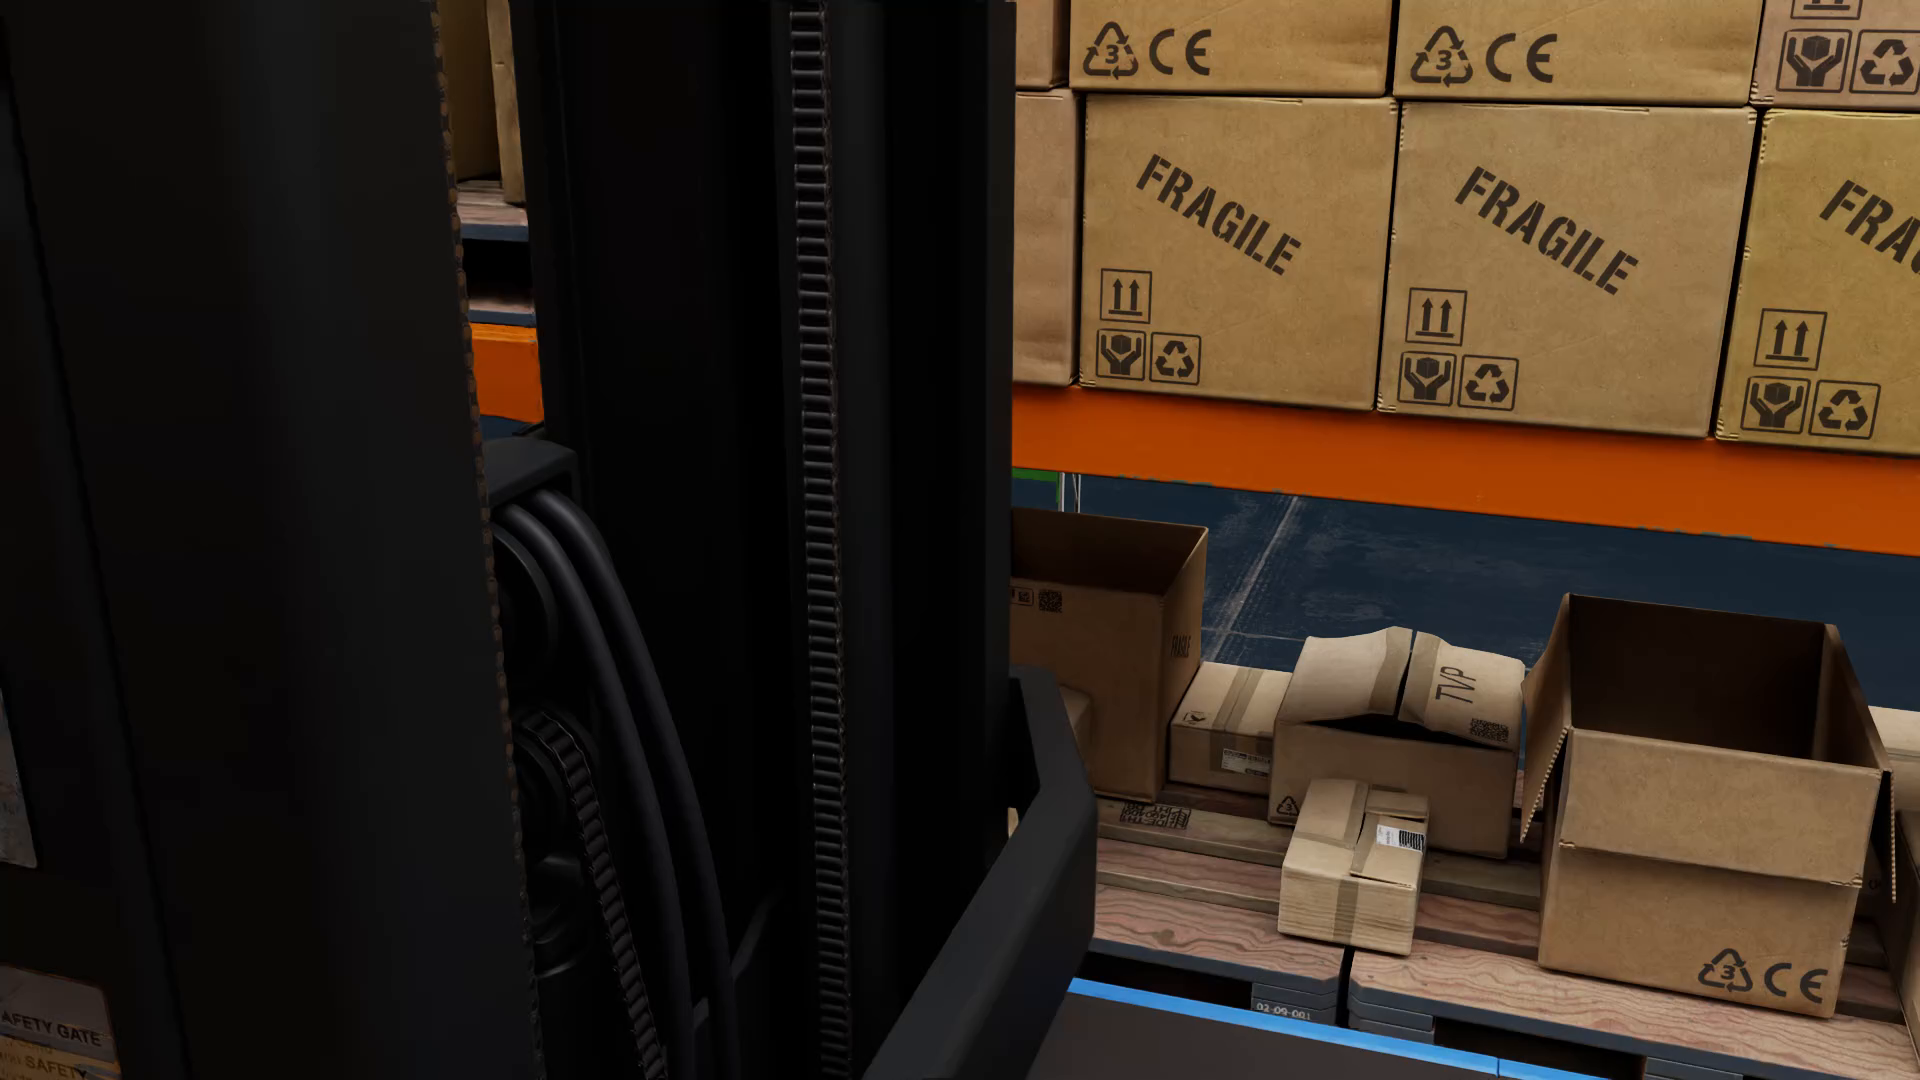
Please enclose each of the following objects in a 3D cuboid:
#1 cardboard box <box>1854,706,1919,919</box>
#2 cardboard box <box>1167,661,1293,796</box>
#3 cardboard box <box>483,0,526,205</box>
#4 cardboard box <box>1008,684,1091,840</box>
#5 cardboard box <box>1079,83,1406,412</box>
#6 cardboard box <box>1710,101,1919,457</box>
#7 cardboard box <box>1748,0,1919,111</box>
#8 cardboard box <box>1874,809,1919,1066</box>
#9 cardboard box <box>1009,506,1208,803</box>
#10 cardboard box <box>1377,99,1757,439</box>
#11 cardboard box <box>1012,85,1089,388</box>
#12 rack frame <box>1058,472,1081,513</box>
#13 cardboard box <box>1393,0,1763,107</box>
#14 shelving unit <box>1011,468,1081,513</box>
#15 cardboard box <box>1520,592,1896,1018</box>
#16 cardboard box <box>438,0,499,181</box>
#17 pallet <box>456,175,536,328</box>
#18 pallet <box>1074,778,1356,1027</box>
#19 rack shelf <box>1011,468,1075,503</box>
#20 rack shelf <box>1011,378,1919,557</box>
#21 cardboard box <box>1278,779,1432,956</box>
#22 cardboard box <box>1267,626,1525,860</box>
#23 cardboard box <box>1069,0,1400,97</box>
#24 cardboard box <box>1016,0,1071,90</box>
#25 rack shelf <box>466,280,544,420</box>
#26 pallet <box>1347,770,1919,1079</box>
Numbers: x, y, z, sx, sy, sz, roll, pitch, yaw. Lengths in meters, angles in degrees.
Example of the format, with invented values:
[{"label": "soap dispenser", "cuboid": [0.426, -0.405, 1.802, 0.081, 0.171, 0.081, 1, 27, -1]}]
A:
[{"label": "cardboard box", "cuboid": [2.062, 0.573, 3.384, 0.500, 0.250, 0.500, 7, 20, 18]}, {"label": "cardboard box", "cuboid": [0.654, 0.439, 3.922, 0.250, 0.149, 0.380, 7, 20, 18]}, {"label": "cardboard box", "cuboid": [-0.726, -1.061, 3.773, 0.500, 0.500, 0.700, 0, 19, 0]}, {"label": "cardboard box", "cuboid": [-0.026, 0.480, 3.559, 0.500, 0.311, 0.500, 7, 20, 18]}, {"label": "cardboard box", "cuboid": [0.525, -0.548, 2.939, 0.500, 0.500, 0.500, 7, 20, 19]}, {"label": "cardboard box", "cuboid": [1.478, -0.439, 2.625, 0.500, 0.500, 0.500, 6, 20, 17]}, {"label": "cardboard box", "cuboid": [1.462, -0.909, 2.455, 0.500, 0.500, 0.500, 7, 20, 20]}, {"label": "cardboard box", "cuboid": [1.945, 0.734, 2.922, 0.500, 0.250, 0.500, 7, 20, 18]}, {"label": "cardboard box", "cuboid": [0.280, 0.251, 3.927, 0.500, 0.500, 0.500, 7, 20, 18]}, {"label": "cardboard box", "cuboid": [0.997, -0.493, 2.782, 0.500, 0.500, 0.500, 6, 20, 18]}, {"label": "cardboard box", "cuboid": [0.040, -0.602, 3.094, 0.500, 0.500, 0.500, 7, 20, 19]}, {"label": "rack frame", "cuboid": [0.387, -0.522, 5.752, 0.015, 1.200, 0.240, 7, 20, 18]}, {"label": "cardboard box", "cuboid": [0.974, -0.964, 2.615, 0.500, 0.500, 0.500, 6, 20, 16]}, {"label": "shelving unit", "cuboid": [0.156, -0.549, 5.827, 0.503, 1.200, 0.258, 7, 20, 18]}, {"label": "cardboard box", "cuboid": [1.425, 0.478, 3.273, 0.637, 0.503, 0.797, 7, 20, 18]}, {"label": "cardboard box", "cuboid": [-1.396, -1.115, 3.929, 0.500, 0.500, 0.700, 10, 22, 27]}, {"label": "pallet", "cuboid": [-1.071, -0.724, 3.888, 1.213, 0.211, 1.003, 7, 20, 18]}, {"label": "pallet", "cuboid": [0.297, 0.697, 3.757, 1.213, 0.211, 1.003, 7, 20, 18]}, {"label": "rack shelf", "cuboid": [0.156, -0.262, 5.927, 0.480, 0.148, 0.258, 7, 20, 18]}, {"label": "rack shelf", "cuboid": [1.538, -0.139, 3.010, 4.000, 0.370, 1.077, 7, 20, 18]}, {"label": "cardboard box", "cuboid": [0.794, 0.638, 3.324, 0.250, 0.166, 0.380, 7, 20, 18]}, {"label": "cardboard box", "cuboid": [0.988, 0.422, 3.726, 0.500, 0.311, 0.500, 7, 20, 18]}, {"label": "cardboard box", "cuboid": [0.489, -1.020, 2.774, 0.500, 0.500, 0.500, 6, 20, 16]}, {"label": "cardboard box", "cuboid": [0.001, -1.076, 2.934, 0.500, 0.500, 0.500, 7, 20, 19]}, {"label": "rack shelf", "cuboid": [-2.241, -0.571, 4.250, 4.000, 0.370, 1.077, 7, 20, 18]}, {"label": "pallet", "cuboid": [1.453, 0.828, 3.381, 1.213, 0.211, 1.003, 7, 20, 18]}]
